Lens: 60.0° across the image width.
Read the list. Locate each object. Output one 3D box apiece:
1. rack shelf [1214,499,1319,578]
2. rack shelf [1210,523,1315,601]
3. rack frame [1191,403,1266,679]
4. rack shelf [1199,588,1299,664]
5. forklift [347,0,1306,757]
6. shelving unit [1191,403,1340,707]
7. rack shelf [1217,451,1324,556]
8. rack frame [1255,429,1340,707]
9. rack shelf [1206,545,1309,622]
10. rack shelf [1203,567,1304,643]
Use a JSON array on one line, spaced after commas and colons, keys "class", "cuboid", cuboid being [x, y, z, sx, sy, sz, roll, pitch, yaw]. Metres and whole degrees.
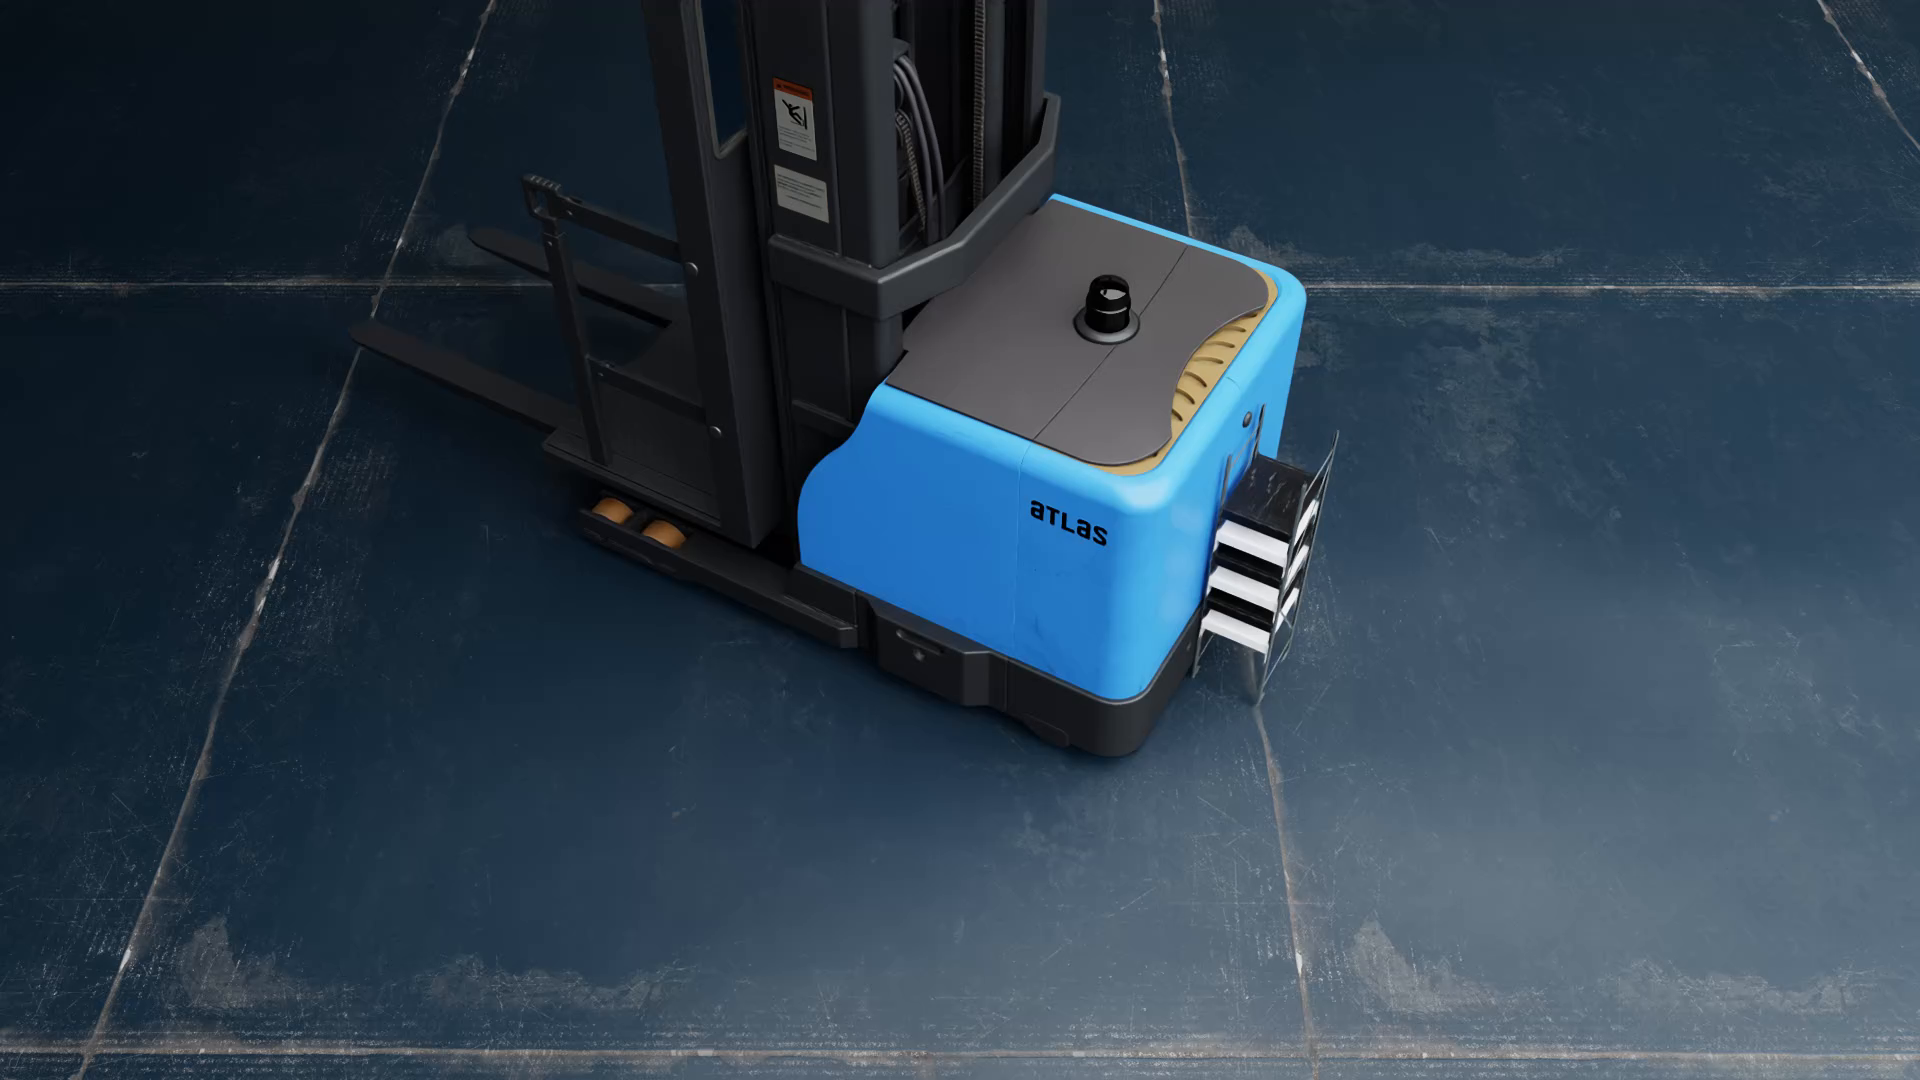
[{"class": "rack shelf", "cuboid": [0.828, -0.039, 4.471, 0.200, 0.077, 0.258, 23, 51, 20]}, {"class": "rack shelf", "cuboid": [0.828, 0.022, 4.537, 0.200, 0.077, 0.258, 23, 51, 20]}, {"class": "rack frame", "cuboid": [0.740, 0.024, 4.613, 0.006, 0.900, 0.240, 23, 51, 20]}, {"class": "rack shelf", "cuboid": [0.828, 0.206, 4.735, 0.200, 0.077, 0.258, 23, 51, 20]}, {"class": "forklift", "cuboid": [-0.592, -1.207, 4.372, 3.031, 2.935, 1.130, 23, 51, 20]}, {"class": "shelving unit", "cuboid": [0.828, 0.061, 4.578, 0.210, 0.900, 0.258, 23, 51, 20]}, {"class": "rack shelf", "cuboid": [0.828, -0.100, 4.405, 0.200, 0.077, 0.258, 23, 51, 20]}, {"class": "rack frame", "cuboid": [0.916, 0.098, 4.544, 0.006, 0.900, 0.240, 23, 51, 20]}, {"class": "rack shelf", "cuboid": [0.828, 0.084, 4.603, 0.200, 0.077, 0.258, 23, 51, 20]}, {"class": "rack shelf", "cuboid": [0.828, 0.145, 4.669, 0.200, 0.077, 0.258, 23, 51, 20]}]
